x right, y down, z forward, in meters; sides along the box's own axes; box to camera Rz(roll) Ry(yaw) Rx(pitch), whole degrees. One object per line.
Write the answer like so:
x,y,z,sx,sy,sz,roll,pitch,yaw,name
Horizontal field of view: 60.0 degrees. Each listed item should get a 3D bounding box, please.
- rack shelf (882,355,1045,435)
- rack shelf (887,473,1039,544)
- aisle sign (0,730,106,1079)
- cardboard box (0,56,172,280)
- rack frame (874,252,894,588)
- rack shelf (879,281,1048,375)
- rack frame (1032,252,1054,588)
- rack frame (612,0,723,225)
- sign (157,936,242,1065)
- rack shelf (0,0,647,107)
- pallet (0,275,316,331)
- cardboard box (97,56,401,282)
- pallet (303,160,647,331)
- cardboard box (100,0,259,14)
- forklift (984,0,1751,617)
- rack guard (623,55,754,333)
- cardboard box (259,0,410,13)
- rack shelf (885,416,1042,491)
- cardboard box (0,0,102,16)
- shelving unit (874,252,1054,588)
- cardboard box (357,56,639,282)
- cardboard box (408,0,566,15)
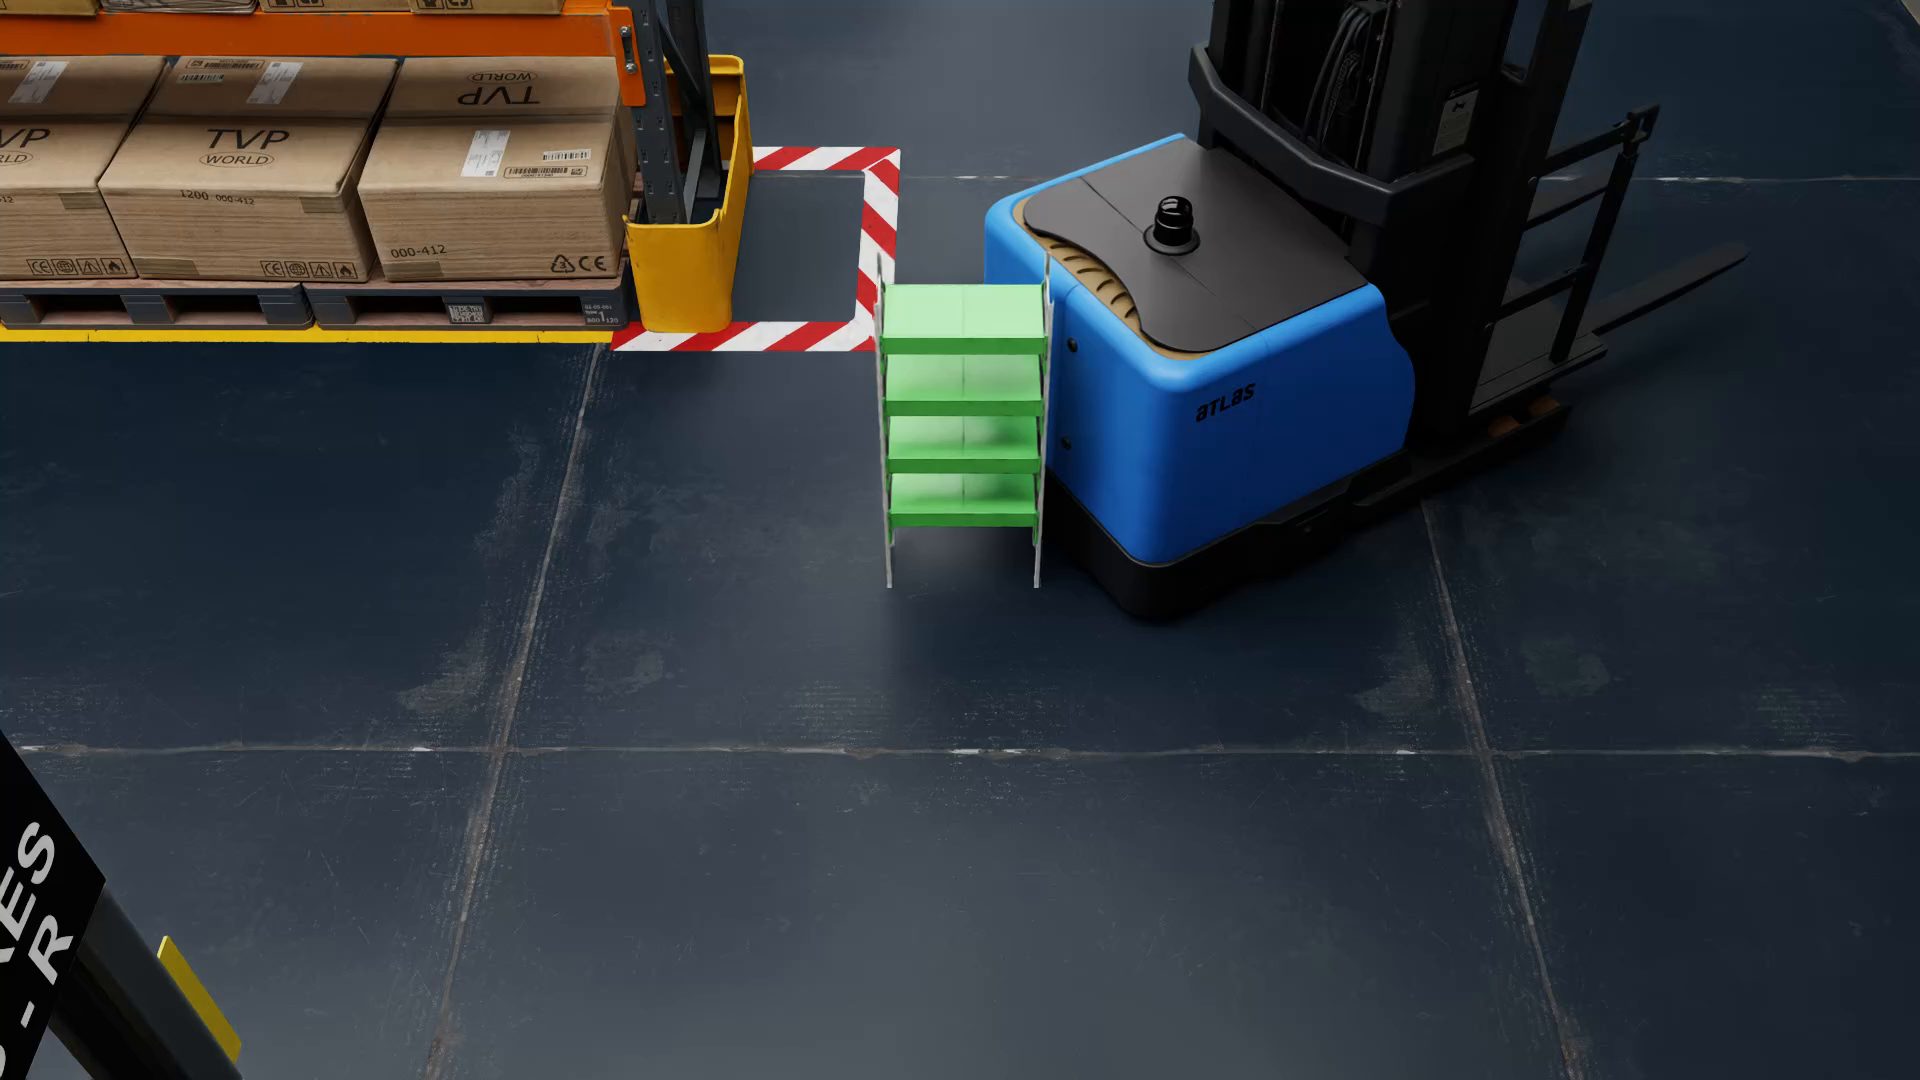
0.010,-0.456,5.032,0.480,0.148,0.258,0,47,0,rack shelf
0.010,-0.129,5.384,0.480,0.148,0.258,0,47,0,rack shelf
-1.029,0.284,1.578,0.004,0.787,0.394,0,47,0,aisle sign
-3.561,-1.447,6.429,0.875,0.438,0.875,-1,47,-1,cardboard box
-0.234,-0.337,5.161,0.015,1.200,0.240,0,47,0,rack frame
0.010,-0.620,4.857,0.480,0.148,0.258,0,47,0,rack shelf
0.254,-0.336,5.161,0.015,1.200,0.240,0,47,0,rack frame
-1.084,-2.248,5.711,0.127,3.000,1.000,0,47,0,rack frame
-1.097,0.693,2.382,0.005,0.325,0.100,0,47,0,sign
-3.084,-2.009,5.980,4.000,0.370,1.077,0,47,0,rack shelf
-3.101,-1.249,6.686,1.213,0.211,1.003,0,47,0,pallet
-2.660,-1.444,6.426,0.875,0.438,0.875,1,47,1,cardboard box
-1.884,-1.243,6.681,1.213,0.211,1.003,0,47,0,pallet
-2.584,-2.097,5.502,0.500,0.500,0.500,1,47,1,cardboard box
1.585,-1.583,5.139,3.031,2.935,1.130,-25,52,-21,forklift
-1.060,-1.397,6.626,0.348,0.500,1.175,0,47,0,rack guard
-2.069,-2.103,5.507,0.500,0.500,0.500,-1,47,-1,cardboard box
0.010,-0.293,5.208,0.480,0.148,0.258,0,47,0,rack shelf
-3.100,-2.089,5.494,0.500,0.500,0.500,1,47,1,cardboard box
0.010,-0.336,5.161,0.503,1.200,0.258,0,47,0,shelving unit
-1.744,-1.447,6.429,0.875,0.438,0.875,-1,47,-1,cardboard box
-1.567,-2.090,5.496,0.500,0.500,0.500,0,47,0,cardboard box
